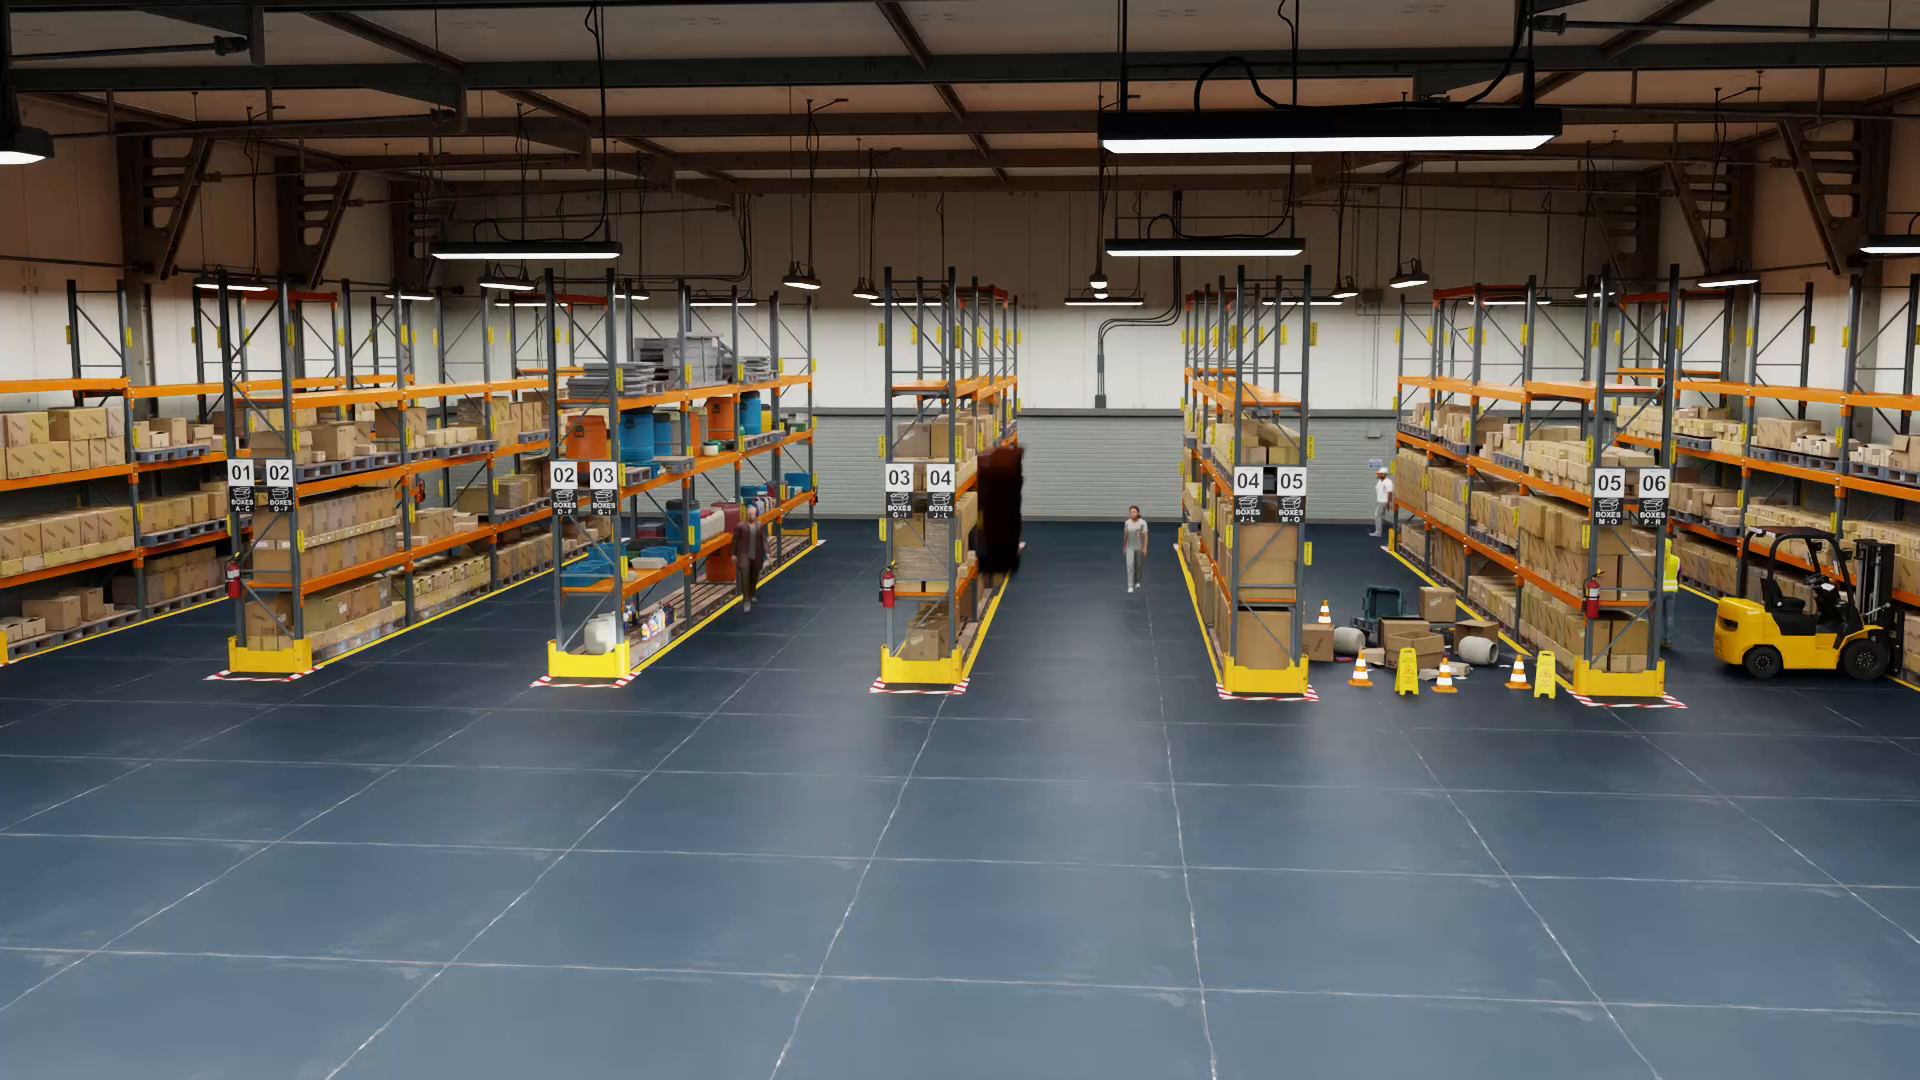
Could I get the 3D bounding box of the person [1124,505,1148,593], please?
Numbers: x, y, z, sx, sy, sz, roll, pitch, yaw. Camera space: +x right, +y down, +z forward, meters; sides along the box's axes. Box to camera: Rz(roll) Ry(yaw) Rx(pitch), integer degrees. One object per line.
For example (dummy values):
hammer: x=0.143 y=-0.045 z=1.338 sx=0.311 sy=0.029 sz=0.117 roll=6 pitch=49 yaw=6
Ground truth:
person: x=3.275 y=0.156 z=30.975 sx=0.458 sy=1.606 sz=1.054 roll=1 pitch=7 yaw=7

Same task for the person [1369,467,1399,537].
person: x=10.705 y=-0.958 z=41.865 sx=0.788 sy=1.747 sz=0.558 roll=0 pitch=7 yaw=3

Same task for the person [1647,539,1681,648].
person: x=11.462 y=0.883 z=26.976 sx=0.533 sy=1.807 sz=0.602 roll=0 pitch=7 yaw=1

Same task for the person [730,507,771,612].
person: x=-3.653 y=0.358 z=29.053 sx=0.692 sy=1.666 sz=1.001 roll=-2 pitch=7 yaw=-16
